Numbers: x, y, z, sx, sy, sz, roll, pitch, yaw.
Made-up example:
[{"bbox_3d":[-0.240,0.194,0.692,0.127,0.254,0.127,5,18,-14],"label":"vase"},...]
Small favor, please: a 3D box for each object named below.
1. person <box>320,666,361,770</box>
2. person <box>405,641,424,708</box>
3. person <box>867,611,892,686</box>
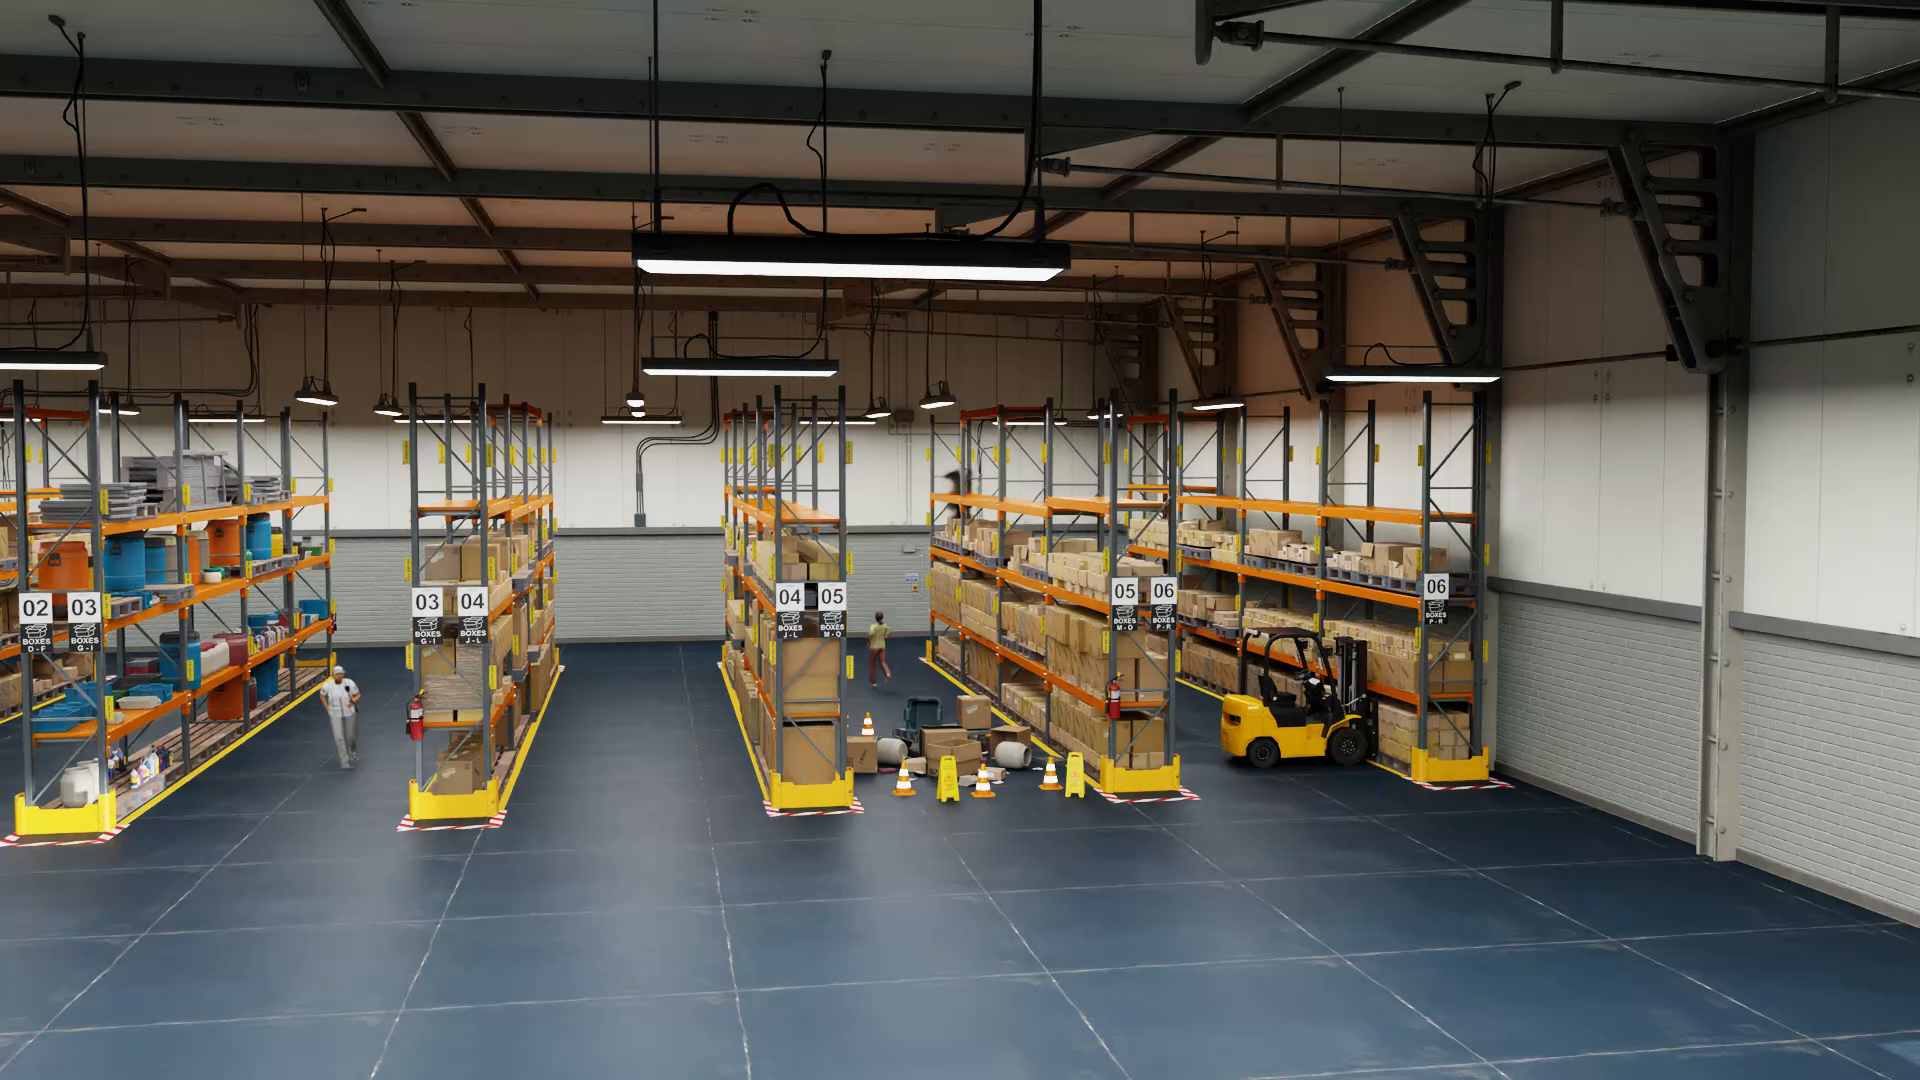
[{"bbox_3d":[-9.964,2.819,26.740,0.627,1.639,0.832,-1,3,-15],"label":"person"},{"bbox_3d":[-10.336,2.512,32.021,0.639,1.707,0.968,-1,3,-15],"label":"person"},{"bbox_3d":[-1.758,2.356,35.805,0.593,1.643,0.904,-1,3,-26],"label":"person"}]
